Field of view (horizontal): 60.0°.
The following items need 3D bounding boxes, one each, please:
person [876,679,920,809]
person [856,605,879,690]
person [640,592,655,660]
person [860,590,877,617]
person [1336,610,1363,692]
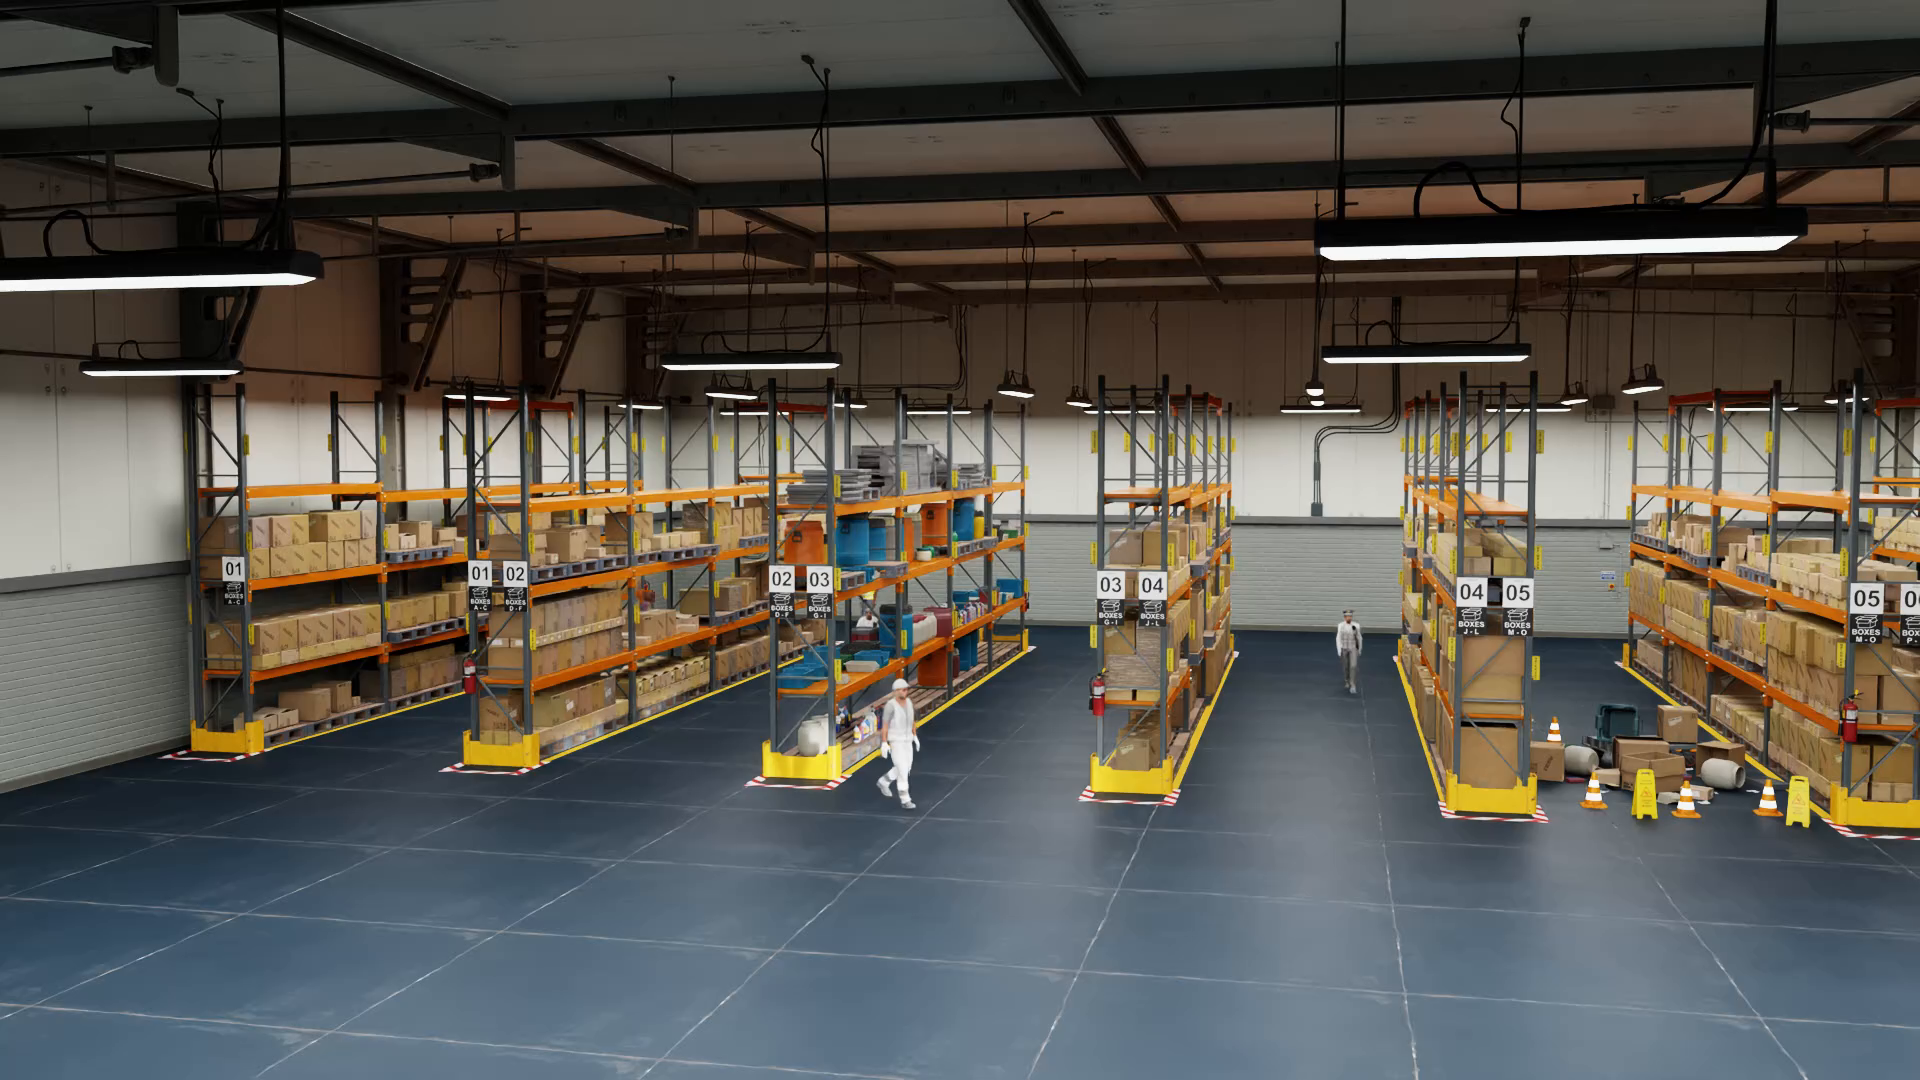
[{"bbox_3d":[-0.848,2.798,23.092,0.928,1.764,0.614,3,5,44],"label":"person"},{"bbox_3d":[-1.852,2.184,34.275,0.626,1.740,0.660,0,3,4],"label":"person"},{"bbox_3d":[-7.251,2.006,38.532,0.432,1.546,0.495,2,4,34],"label":"person"},{"bbox_3d":[-2.394,1.588,44.106,0.656,1.755,0.564,-2,4,-30],"label":"person"},{"bbox_3d":[7.894,2.226,33.803,0.502,1.637,0.880,1,4,24],"label":"person"}]
